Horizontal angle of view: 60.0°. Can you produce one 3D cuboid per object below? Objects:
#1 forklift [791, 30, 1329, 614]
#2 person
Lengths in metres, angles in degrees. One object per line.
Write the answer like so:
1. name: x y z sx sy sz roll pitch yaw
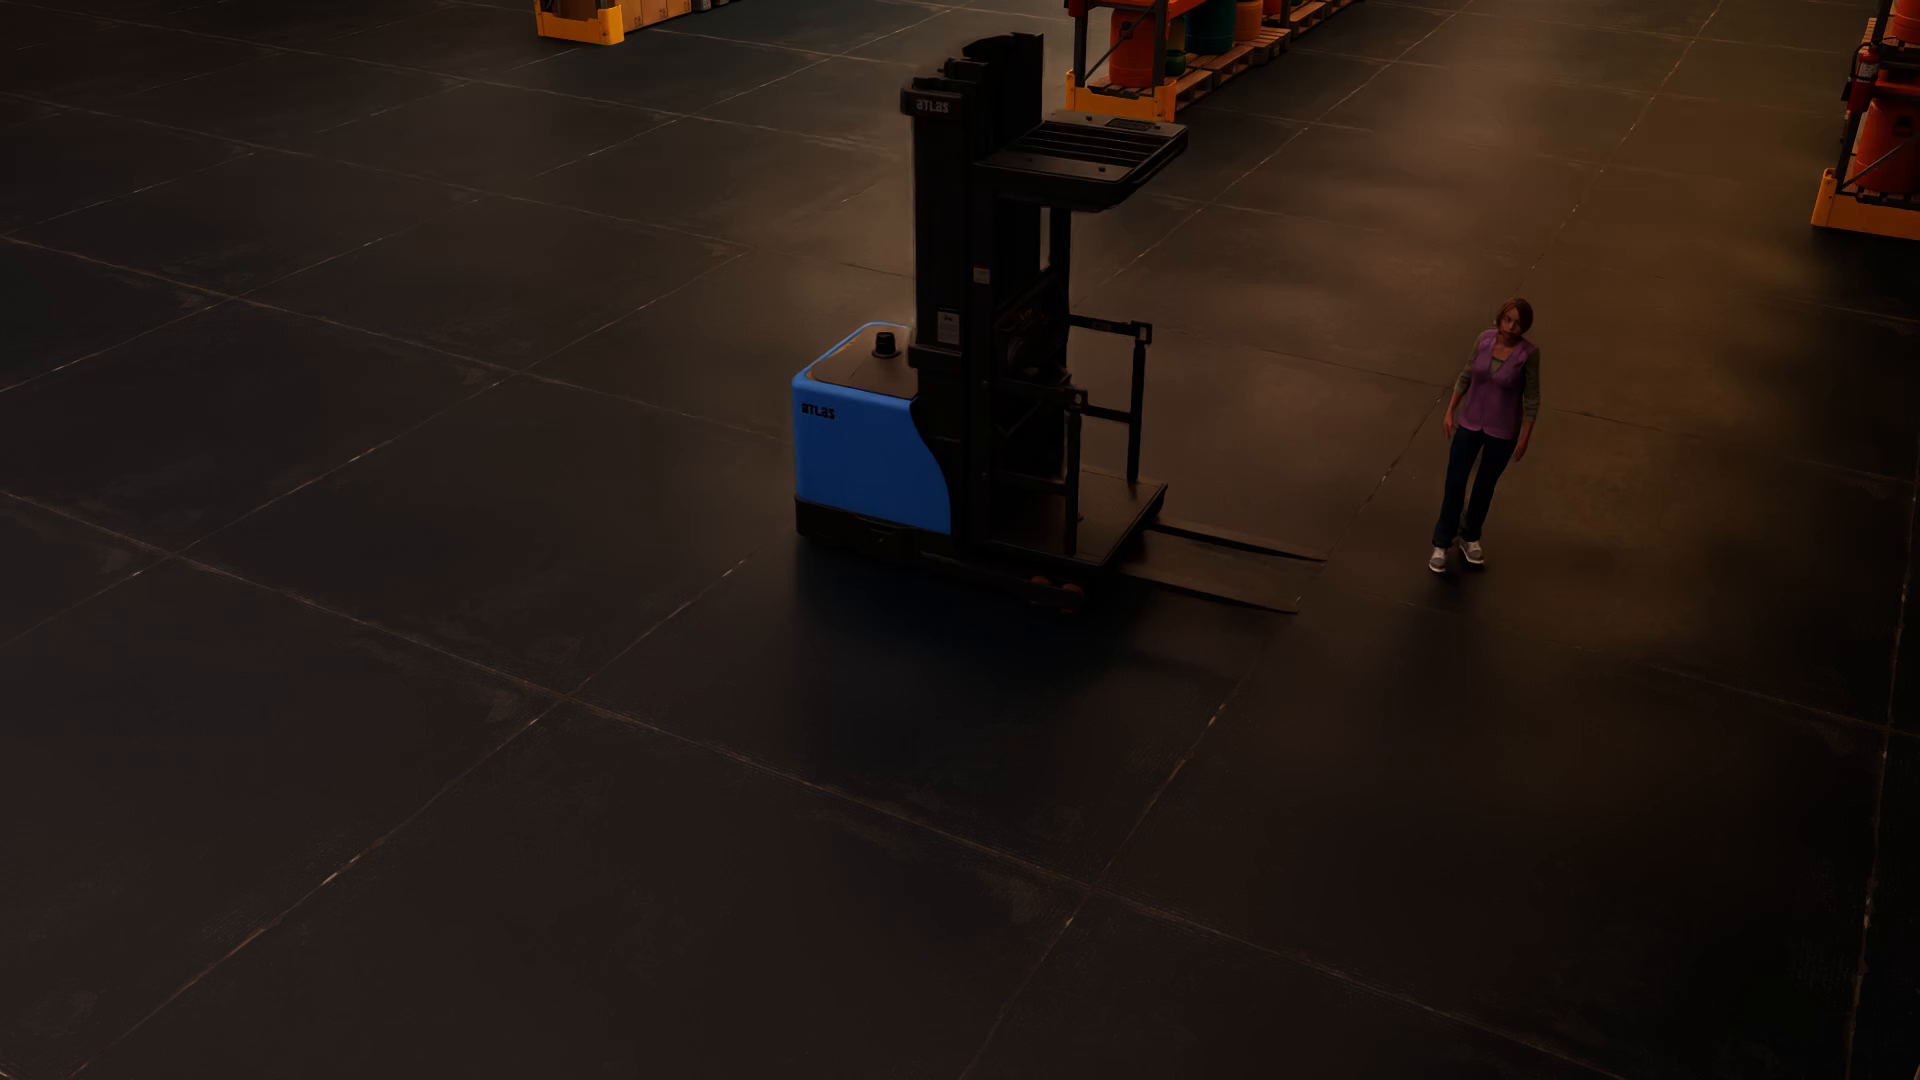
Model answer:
1. forklift: 0.576 -1.160 9.081 3.031 2.935 1.130 13 33 22
2. person: 2.954 -0.579 9.412 0.497 1.598 0.543 20 35 31
